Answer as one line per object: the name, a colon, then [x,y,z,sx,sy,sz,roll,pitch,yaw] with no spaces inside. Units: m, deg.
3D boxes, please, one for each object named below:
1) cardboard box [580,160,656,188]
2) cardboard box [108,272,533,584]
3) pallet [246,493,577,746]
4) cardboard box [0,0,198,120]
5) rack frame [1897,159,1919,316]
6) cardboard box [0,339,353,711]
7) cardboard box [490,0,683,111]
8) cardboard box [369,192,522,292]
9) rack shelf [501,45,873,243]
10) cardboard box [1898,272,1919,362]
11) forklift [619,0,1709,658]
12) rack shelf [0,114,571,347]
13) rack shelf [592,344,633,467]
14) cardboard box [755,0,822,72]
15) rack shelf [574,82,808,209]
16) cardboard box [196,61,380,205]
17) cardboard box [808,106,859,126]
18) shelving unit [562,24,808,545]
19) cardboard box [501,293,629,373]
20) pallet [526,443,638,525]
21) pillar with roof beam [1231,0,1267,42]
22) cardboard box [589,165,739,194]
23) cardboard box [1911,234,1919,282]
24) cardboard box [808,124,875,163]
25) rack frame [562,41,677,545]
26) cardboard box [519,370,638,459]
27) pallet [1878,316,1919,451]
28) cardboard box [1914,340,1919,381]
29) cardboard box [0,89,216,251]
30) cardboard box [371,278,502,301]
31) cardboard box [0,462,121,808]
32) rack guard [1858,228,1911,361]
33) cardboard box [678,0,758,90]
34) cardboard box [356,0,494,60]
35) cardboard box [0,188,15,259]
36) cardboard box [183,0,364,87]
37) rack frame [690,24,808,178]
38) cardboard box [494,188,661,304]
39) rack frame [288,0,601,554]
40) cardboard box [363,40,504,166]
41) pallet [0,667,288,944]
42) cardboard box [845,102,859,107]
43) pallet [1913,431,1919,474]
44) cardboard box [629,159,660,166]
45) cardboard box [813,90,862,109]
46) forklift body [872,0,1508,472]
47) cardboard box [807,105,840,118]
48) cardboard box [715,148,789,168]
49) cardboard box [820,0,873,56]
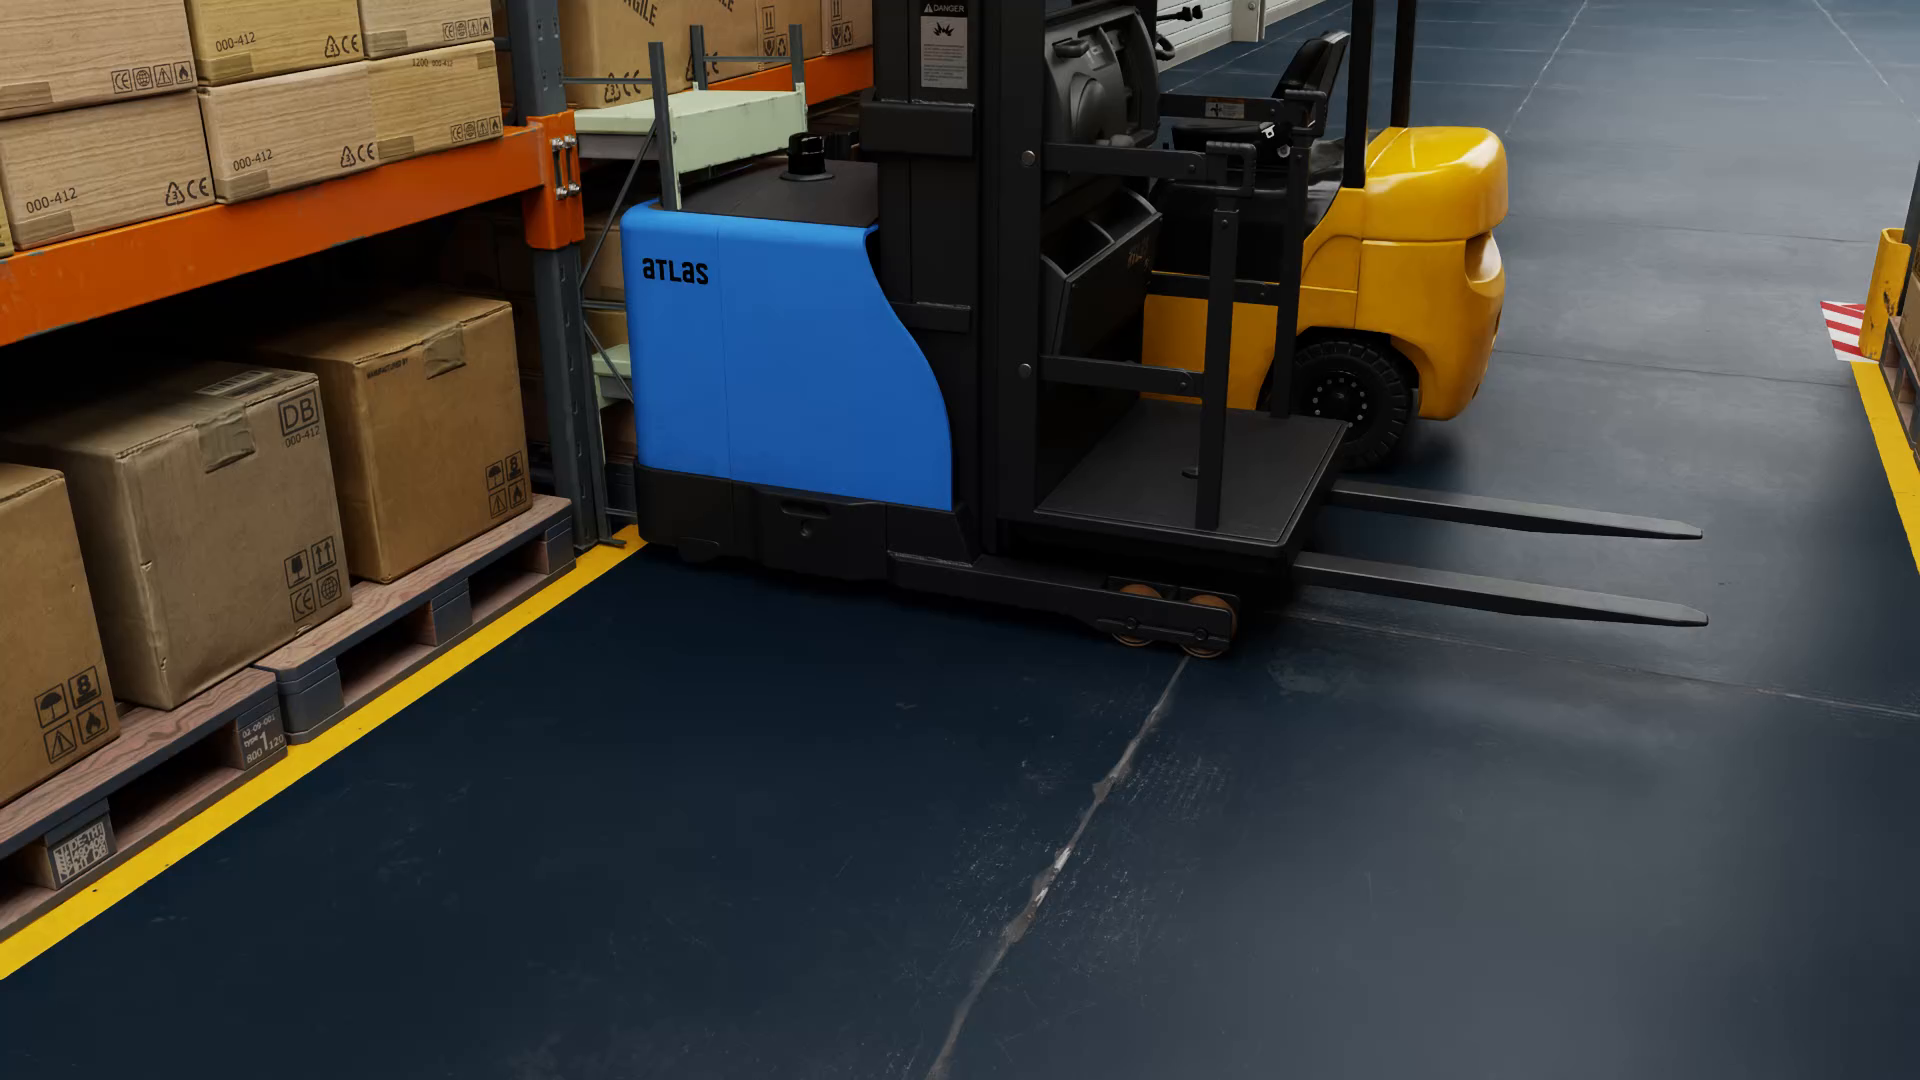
cardboard box: [-1.428,-1.209,5.979,0.500,0.250,0.500,8,24,19]
cardboard box: [-1.789,-0.345,4.721,0.875,0.625,0.625,10,25,22]
pallet: [-1.843,0.120,4.688,1.003,0.211,1.213,9,24,20]
cardboard box: [-1.930,-1.018,3.341,0.500,0.250,0.500,9,24,21]
rack frame: [4.490,-2.158,6.524,1.000,3.000,0.127,9,24,20]
cardboard box: [-2.084,-0.069,4.059,0.875,0.625,0.625,9,24,20]
cardboard box: [-1.198,-1.603,5.067,0.500,0.500,0.500,8,24,19]
cardboard box: [-1.602,-1.026,5.540,0.500,0.250,0.500,9,24,21]
rack shelf: [-0.863,-1.819,6.648,1.077,0.370,4.000,9,24,20]
cardboard box: [3.934,-0.834,6.377,0.500,0.250,0.500,9,24,20]
forklift: [0.582,-1.266,4.477,3.031,2.935,1.130,8,24,19]
rack shelf: [-2.348,-0.388,3.221,1.077,0.370,4.000,9,24,20]
rack shelf: [-0.798,-0.490,5.284,0.431,0.370,0.720,8,22,25]
cardboard box: [-0.833,-1.973,5.953,0.500,0.500,0.500,9,24,20]
rack shelf: [-0.822,-1.161,5.036,0.431,0.370,0.720,8,22,25]
cardboard box: [-1.731,-0.968,3.870,0.500,0.250,0.500,9,24,20]
cardboard box: [-0.364,-1.679,7.102,0.500,0.250,0.500,9,24,21]
shelving unit: [-0.809,-0.795,5.171,0.431,1.500,0.755,8,22,25]
cardboard box: [-1.139,-0.720,5.457,0.500,0.250,0.500,9,24,20]
pallet: [-1.271,-0.428,6.000,1.003,0.211,1.213,9,24,20]
pillar with roof beam: [7.239,-9.193,15.584,9.100,9.000,0.400,9,24,20]
cardboard box: [-0.935,-1.132,5.793,0.500,0.250,0.500,9,24,20]
cardboard box: [3.925,-1.171,6.212,0.500,0.500,0.500,8,24,18]
cardboard box: [-0.559,-1.498,6.671,0.500,0.250,0.500,8,24,19]
rack frame: [-0.968,-0.676,4.865,0.400,1.500,0.023,8,22,25]
cardboard box: [-1.118,-0.486,5.545,0.500,0.250,0.500,9,24,21]
pallet: [4.127,-0.558,6.313,1.003,0.211,1.213,9,24,20]
cardboard box: [3.737,-0.652,5.942,0.500,0.250,0.500,10,25,22]
cardboard box: [-1.944,-0.795,3.455,0.500,0.250,0.500,9,24,20]
cardboard box: [-1.615,-0.795,5.635,0.500,0.250,0.500,8,24,19]
cardboard box: [-2.362,0.200,3.414,0.875,0.625,0.625,8,24,18]
rack guard: [4.462,-0.977,6.941,1.175,0.500,0.348,9,24,20]
cardboard box: [-1.020,-1.792,5.519,0.500,0.500,0.500,9,24,21]
cardboard box: [-1.551,-1.385,4.220,0.500,0.250,0.500,8,24,19]
cardboard box: [-2.129,-0.609,3.011,0.500,0.250,0.500,10,25,22]
cardboard box: [-1.735,-1.200,3.776,0.500,0.250,0.500,8,24,19]
rack frame: [-0.649,-0.915,5.478,0.400,1.500,0.023,8,22,25]
cardboard box: [-1.135,-0.950,5.359,0.500,0.250,0.500,8,24,19]
rack frame: [-1.606,-1.436,4.795,1.000,3.000,0.127,9,24,20]
cardboard box: [-1.550,-1.149,4.303,0.500,0.250,0.500,9,24,21]
pallet: [-2.295,0.558,3.640,1.003,0.211,1.213,9,24,20]
cardboard box: [-0.185,-1.861,7.538,0.500,0.250,0.500,9,24,21]
pallet: [3.673,-0.123,5.271,1.003,0.211,1.213,9,24,20]
cardboard box: [-1.228,-1.388,6.408,0.500,0.250,0.500,9,24,20]
cardboard box: [-0.656,-1.929,7.702,0.500,0.250,0.500,9,24,20]
forklift body: [0.870,-1.536,6.136,2.313,2.155,1.214,9,24,20]
cardboard box: [-0.852,-1.752,7.278,0.500,0.250,0.500,9,24,20]
cardboard box: [-0.761,-1.312,6.223,0.500,0.250,0.500,10,25,22]
cardboard box: [-0.627,-2.150,6.377,0.500,0.500,0.500,9,24,20]
